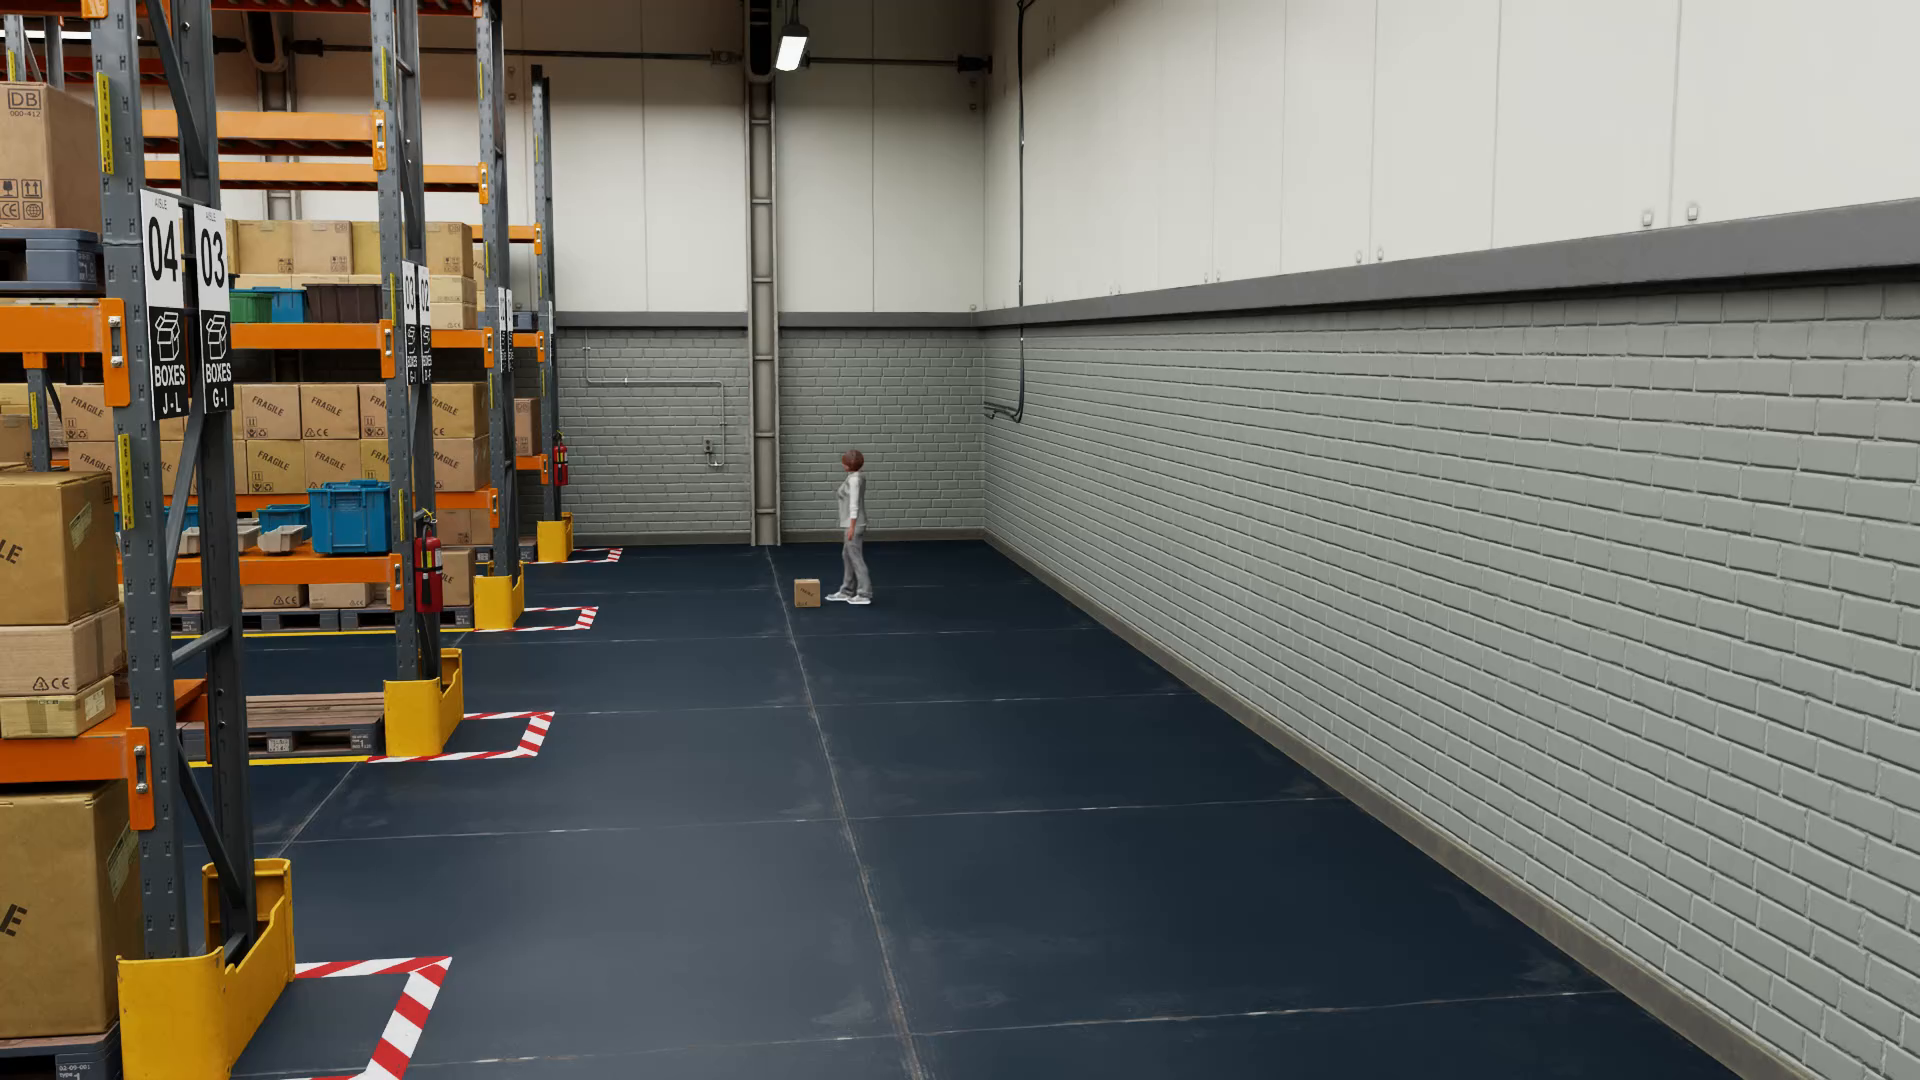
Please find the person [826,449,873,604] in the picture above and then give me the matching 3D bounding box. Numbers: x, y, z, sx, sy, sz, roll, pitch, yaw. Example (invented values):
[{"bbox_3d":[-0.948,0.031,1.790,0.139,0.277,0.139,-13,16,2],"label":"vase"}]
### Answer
[{"bbox_3d":[-1.148,-0.136,17.134,0.526,1.596,0.426,1,7,5],"label":"person"}]
